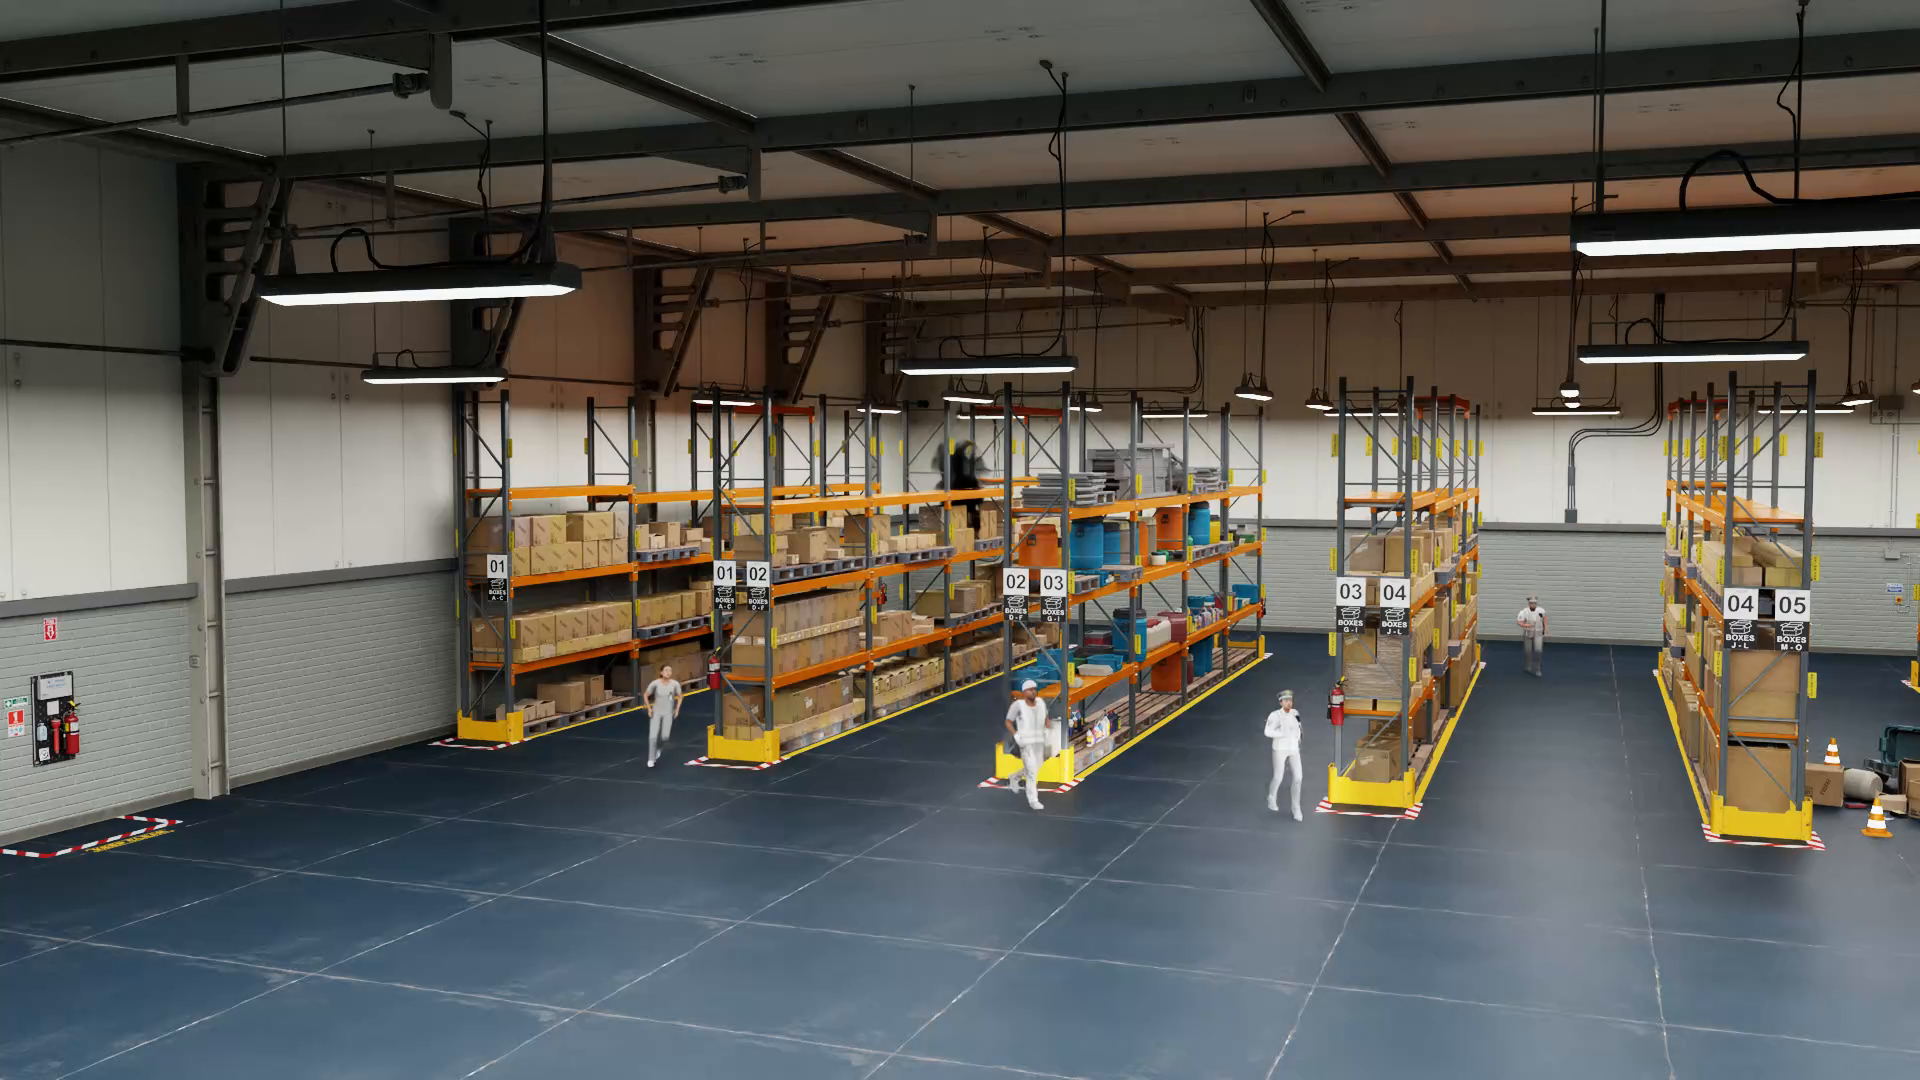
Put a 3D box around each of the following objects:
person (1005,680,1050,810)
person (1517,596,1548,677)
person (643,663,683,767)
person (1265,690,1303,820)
[{"bbox_3d":[0.955,2.830,23.265,0.694,1.776,0.829,-2,4,-30],"label":"person"},{"bbox_3d":[12.668,2.124,36.806,0.682,1.798,0.929,1,3,12],"label":"person"},{"bbox_3d":[-4.686,2.761,26.288,0.617,1.626,0.533,-1,3,-12],"label":"person"},{"bbox_3d":[4.419,2.915,22.649,0.609,1.778,0.671,-1,3,-12],"label":"person"}]
